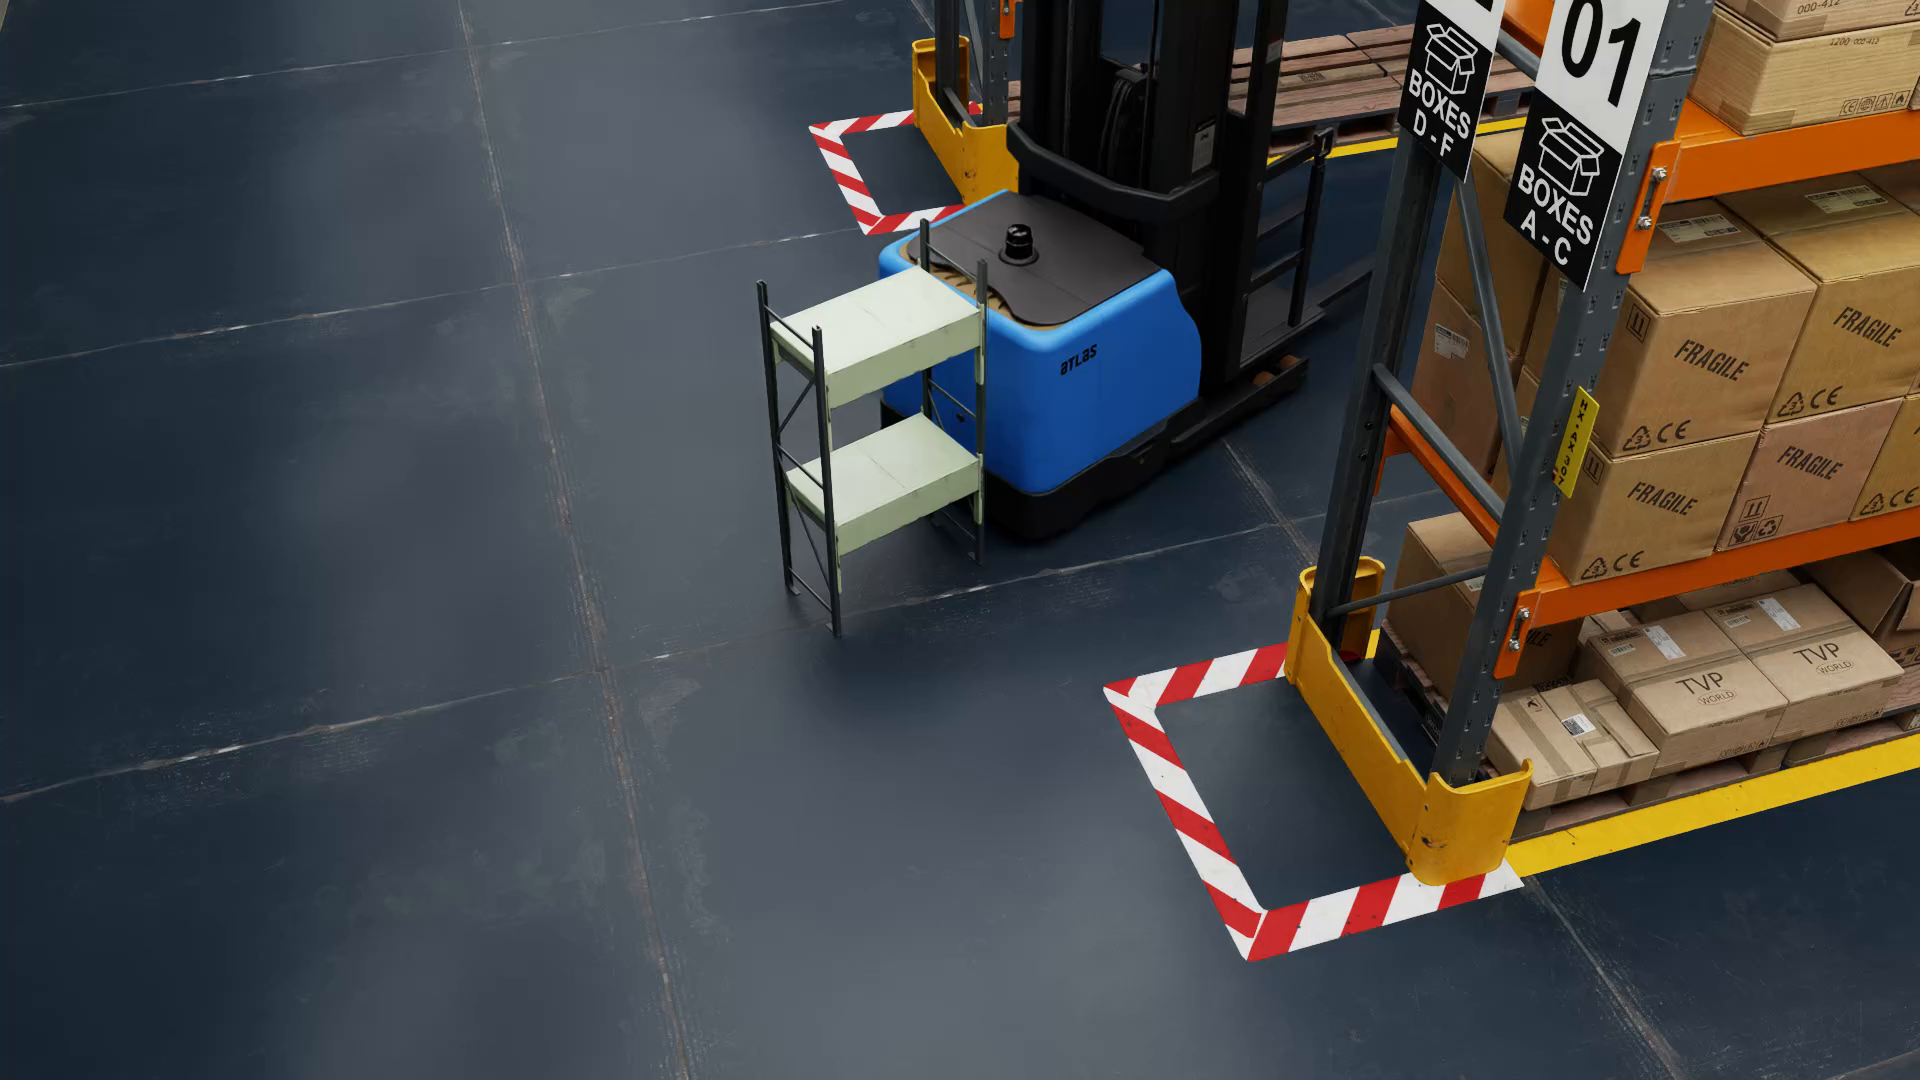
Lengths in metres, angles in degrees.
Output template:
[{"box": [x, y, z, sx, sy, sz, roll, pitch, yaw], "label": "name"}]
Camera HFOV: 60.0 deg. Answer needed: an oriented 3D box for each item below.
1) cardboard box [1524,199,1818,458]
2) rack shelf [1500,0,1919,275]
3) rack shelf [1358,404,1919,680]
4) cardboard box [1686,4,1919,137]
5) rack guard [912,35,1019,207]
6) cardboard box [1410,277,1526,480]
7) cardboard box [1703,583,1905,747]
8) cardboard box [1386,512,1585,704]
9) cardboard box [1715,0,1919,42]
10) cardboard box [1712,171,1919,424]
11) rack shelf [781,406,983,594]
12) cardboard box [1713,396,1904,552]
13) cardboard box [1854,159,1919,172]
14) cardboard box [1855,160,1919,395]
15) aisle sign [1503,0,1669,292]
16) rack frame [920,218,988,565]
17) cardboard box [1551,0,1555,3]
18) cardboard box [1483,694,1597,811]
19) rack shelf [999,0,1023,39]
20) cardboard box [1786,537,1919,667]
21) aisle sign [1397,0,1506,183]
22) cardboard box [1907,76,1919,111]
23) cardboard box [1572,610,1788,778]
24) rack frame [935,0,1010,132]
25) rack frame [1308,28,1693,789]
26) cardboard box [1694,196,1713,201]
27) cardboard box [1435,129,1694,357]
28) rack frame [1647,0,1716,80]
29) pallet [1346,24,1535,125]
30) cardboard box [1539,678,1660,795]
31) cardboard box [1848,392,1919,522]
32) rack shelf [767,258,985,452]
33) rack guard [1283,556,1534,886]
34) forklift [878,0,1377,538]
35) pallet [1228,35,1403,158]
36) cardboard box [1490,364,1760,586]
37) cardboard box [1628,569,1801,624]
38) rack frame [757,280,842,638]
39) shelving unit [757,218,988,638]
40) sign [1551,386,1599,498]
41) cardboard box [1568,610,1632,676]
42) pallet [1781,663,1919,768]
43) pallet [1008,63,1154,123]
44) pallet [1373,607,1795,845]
[{"box": [2.046, -0.622, 4.846, 0.500, 0.500, 0.500, -10, 42, -12], "label": "cardboard box"}, {"box": [3.451, -1.539, 4.999, 4.000, 0.370, 1.077, -12, 42, -13], "label": "rack shelf"}, {"box": [3.451, -0.409, 5.986, 4.000, 0.370, 1.077, -12, 42, -13], "label": "rack shelf"}, {"box": [2.110, -1.300, 4.293, 0.500, 0.250, 0.500, -12, 42, -13], "label": "cardboard box"}, {"box": [0.040, -2.440, 9.663, 0.348, 0.500, 1.175, -12, 42, -13], "label": "rack guard"}, {"box": [1.889, -0.582, 5.560, 0.500, 0.500, 0.500, -10, 42, -12], "label": "cardboard box"}, {"box": [3.101, 0.458, 6.202, 0.500, 0.250, 0.500, -12, 42, -13], "label": "cardboard box"}, {"box": [1.988, 0.229, 6.274, 0.500, 0.500, 0.500, -12, 42, -13], "label": "cardboard box"}, {"box": [2.111, -1.485, 4.124, 0.500, 0.250, 0.500, -12, 42, -13], "label": "cardboard box"}, {"box": [2.542, -0.730, 4.969, 0.500, 0.500, 0.500, -11, 42, -13], "label": "cardboard box"}, {"box": [-0.319, -0.174, 6.805, 0.720, 0.370, 0.431, -26, 48, -27], "label": "rack shelf"}, {"box": [2.536, -0.350, 5.295, 0.500, 0.500, 0.500, -12, 43, -13], "label": "cardboard box"}, {"box": [2.860, -1.166, 5.468, 0.500, 0.500, 0.500, -11, 42, -12], "label": "cardboard box"}, {"box": [3.021, -0.825, 5.079, 0.500, 0.500, 0.500, -11, 42, -12], "label": "cardboard box"}, {"box": [1.566, -1.066, 4.215, 0.004, 0.787, 0.394, -12, 42, -13], "label": "aisle sign"}, {"box": [-0.027, -0.564, 6.756, 0.023, 1.500, 0.400, -26, 48, -27], "label": "rack frame"}, {"box": [1.954, -1.625, 4.665, 0.500, 0.250, 0.500, -12, 42, -13], "label": "cardboard box"}, {"box": [2.046, 0.756, 5.938, 0.250, 0.149, 0.380, -12, 42, -13], "label": "cardboard box"}, {"box": [1.966, -3.519, 9.544, 4.000, 0.370, 1.077, -12, 42, -13], "label": "rack shelf"}, {"box": [3.568, 0.073, 6.449, 0.637, 0.503, 0.797, -12, 42, -13], "label": "cardboard box"}, {"box": [1.386, -1.443, 4.646, 0.004, 0.787, 0.394, -12, 42, -13], "label": "aisle sign"}, {"box": [2.590, -1.391, 4.396, 0.500, 0.250, 0.500, -12, 42, -13], "label": "cardboard box"}, {"box": [2.624, 0.556, 6.089, 0.500, 0.250, 0.500, -12, 42, -13], "label": "cardboard box"}, {"box": [0.059, -3.394, 8.855, 0.127, 3.000, 1.000, -12, 42, -13], "label": "rack frame"}, {"box": [1.543, -0.285, 5.296, 0.127, 3.000, 1.000, -12, 42, -13], "label": "rack frame"}, {"box": [2.367, -1.060, 5.348, 0.500, 0.500, 0.500, -11, 42, -12], "label": "cardboard box"}, {"box": [1.885, -0.960, 5.233, 0.500, 0.500, 0.500, -12, 43, -13], "label": "cardboard box"}, {"box": [1.543, -2.544, 3.323, 0.127, 3.000, 1.000, -12, 42, -13], "label": "rack frame"}, {"box": [3.184, -2.965, 10.483, 1.213, 0.211, 1.003, -12, 42, -13], "label": "pallet"}, {"box": [2.284, 0.700, 5.988, 0.250, 0.166, 0.380, -12, 42, -13], "label": "cardboard box"}, {"box": [3.016, -0.448, 5.407, 0.500, 0.500, 0.500, -12, 43, -13], "label": "cardboard box"}, {"box": [-0.319, -0.714, 6.334, 0.720, 0.370, 0.431, -26, 48, -27], "label": "rack shelf"}, {"box": [1.616, 0.641, 6.136, 0.348, 0.500, 1.175, -12, 42, -13], "label": "rack guard"}, {"box": [1.048, -1.966, 7.273, 3.031, 2.935, 1.130, -32, 51, -32], "label": "forklift"}, {"box": [2.019, -2.722, 10.205, 1.213, 0.211, 1.003, -12, 42, -13], "label": "pallet"}, {"box": [2.046, -0.245, 5.175, 0.500, 0.500, 0.500, -11, 42, -12], "label": "cardboard box"}, {"box": [2.903, 0.154, 6.550, 0.500, 0.250, 0.500, -12, 42, -13], "label": "cardboard box"}, {"box": [-0.612, -0.275, 6.425, 0.023, 1.500, 0.400, -26, 48, -27], "label": "rack frame"}, {"box": [-0.319, -0.420, 6.590, 0.755, 1.500, 0.431, -26, 48, -27], "label": "shelving unit"}, {"box": [1.706, -0.271, 4.622, 0.005, 0.325, 0.100, -12, 42, -13], "label": "sign"}, {"box": [2.401, 0.331, 6.411, 0.250, 0.166, 0.380, -12, 42, -13], "label": "cardboard box"}, {"box": [3.537, 0.353, 6.685, 1.213, 0.211, 1.003, -12, 42, -13], "label": "pallet"}, {"box": [0.857, -2.483, 9.931, 1.213, 0.211, 1.003, -12, 42, -13], "label": "pallet"}, {"box": [2.376, 0.592, 6.412, 1.213, 0.211, 1.003, -12, 42, -13], "label": "pallet"}]
